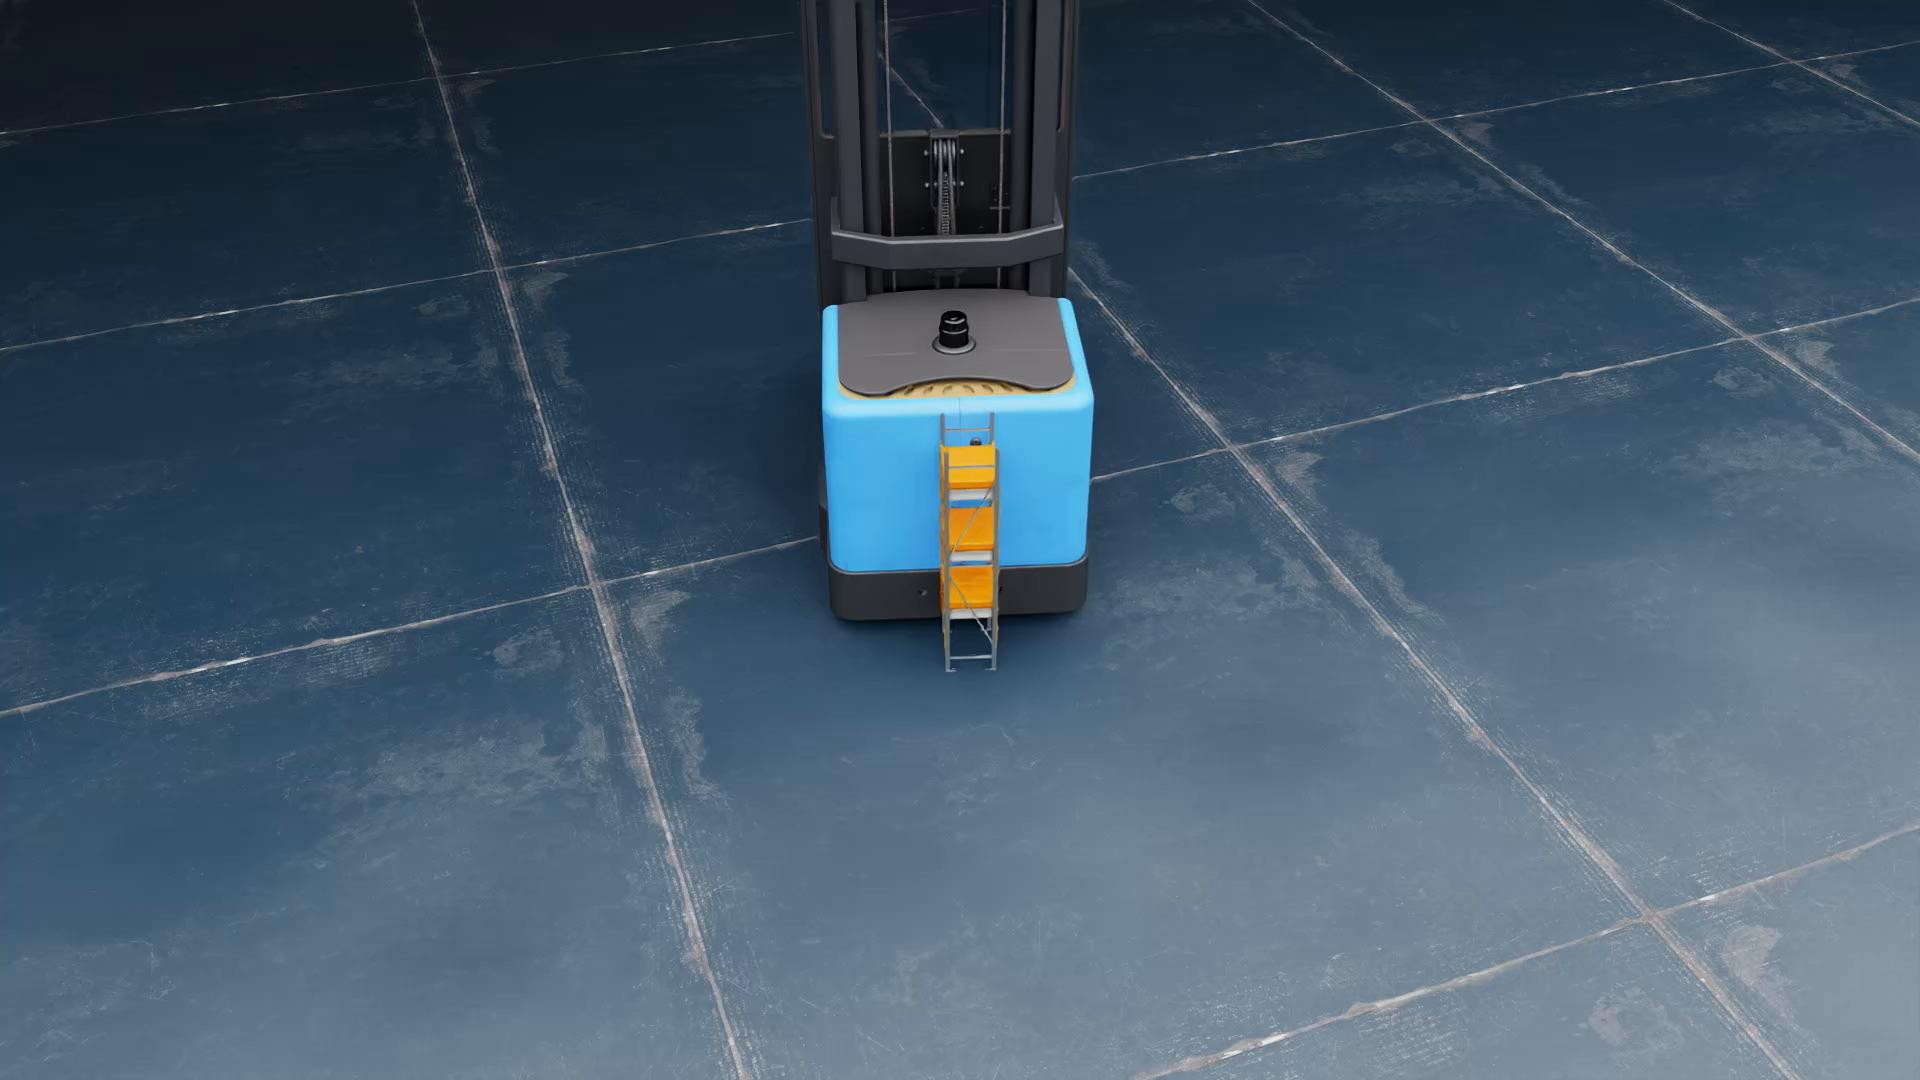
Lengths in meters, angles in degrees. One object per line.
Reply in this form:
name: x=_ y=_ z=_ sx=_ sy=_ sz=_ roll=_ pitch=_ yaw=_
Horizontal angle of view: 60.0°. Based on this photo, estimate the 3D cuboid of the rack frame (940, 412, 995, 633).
rack frame: x=0.027 y=-0.048 z=6.441 sx=0.200 sy=1.050 sz=0.008 roll=-2 pitch=37 yaw=-3

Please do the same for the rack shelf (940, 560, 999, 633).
rack shelf: x=0.035 y=0.256 z=6.518 sx=0.215 sy=0.259 sz=0.240 roll=-2 pitch=37 yaw=-3

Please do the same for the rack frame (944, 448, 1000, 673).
rack frame: x=0.043 y=0.098 z=6.247 sx=0.200 sy=1.050 sz=0.008 roll=-2 pitch=37 yaw=-3

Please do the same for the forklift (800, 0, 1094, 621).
forklift: x=-0.094 y=-1.713 z=7.088 sx=1.130 sy=2.935 sz=3.031 roll=-2 pitch=37 yaw=-3

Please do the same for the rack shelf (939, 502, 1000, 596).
rack shelf: x=0.035 y=0.034 z=6.350 sx=0.215 sy=0.259 sz=0.240 roll=-2 pitch=37 yaw=-3

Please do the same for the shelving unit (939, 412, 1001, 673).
shelving unit: x=0.035 y=0.025 z=6.344 sx=0.215 sy=1.050 sz=0.252 roll=-2 pitch=37 yaw=-3

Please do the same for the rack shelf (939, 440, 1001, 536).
rack shelf: x=0.035 y=-0.193 z=6.180 sx=0.215 sy=0.259 sz=0.240 roll=-2 pitch=37 yaw=-3
